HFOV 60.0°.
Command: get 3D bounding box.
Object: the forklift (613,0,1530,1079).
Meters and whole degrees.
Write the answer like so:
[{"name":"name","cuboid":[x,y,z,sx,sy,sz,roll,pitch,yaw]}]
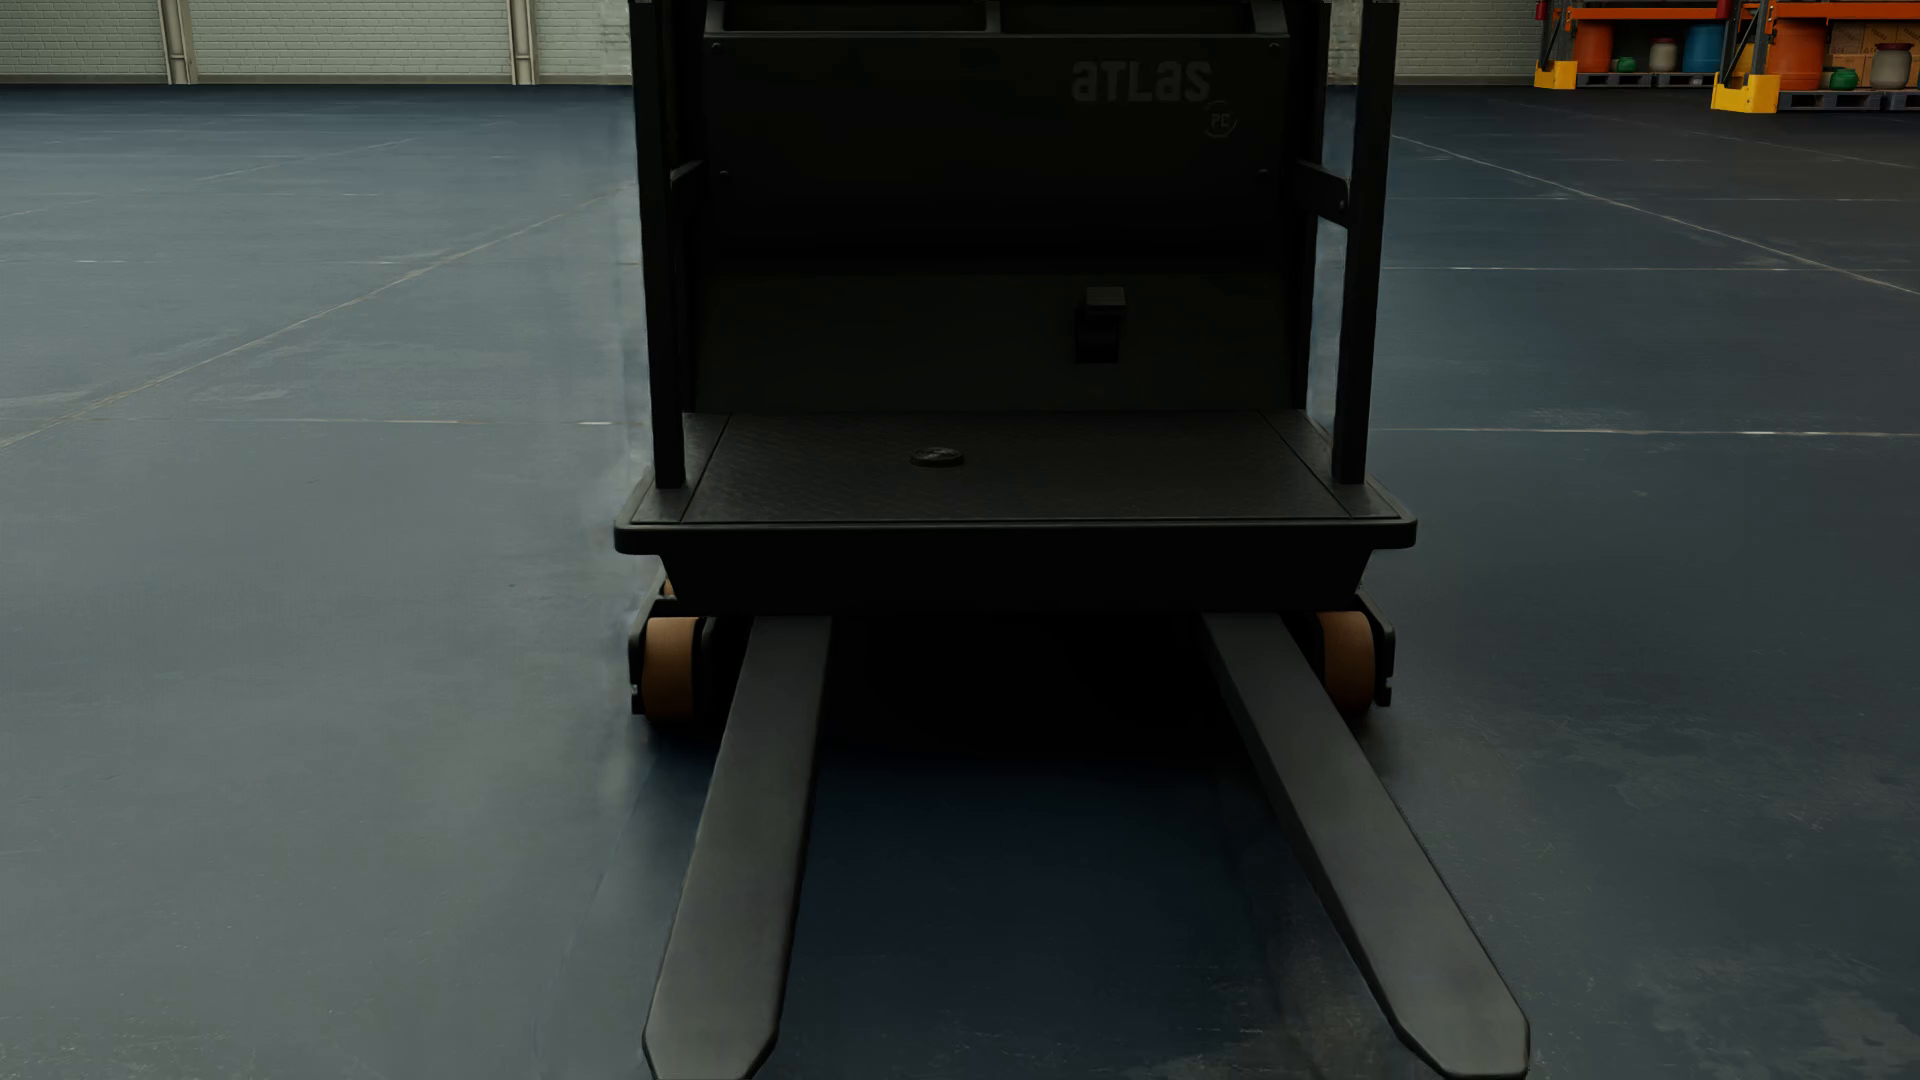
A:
[{"name":"forklift","cuboid":[0.066,-1.218,2.352,1.130,2.935,3.031,0,17,-1]}]
